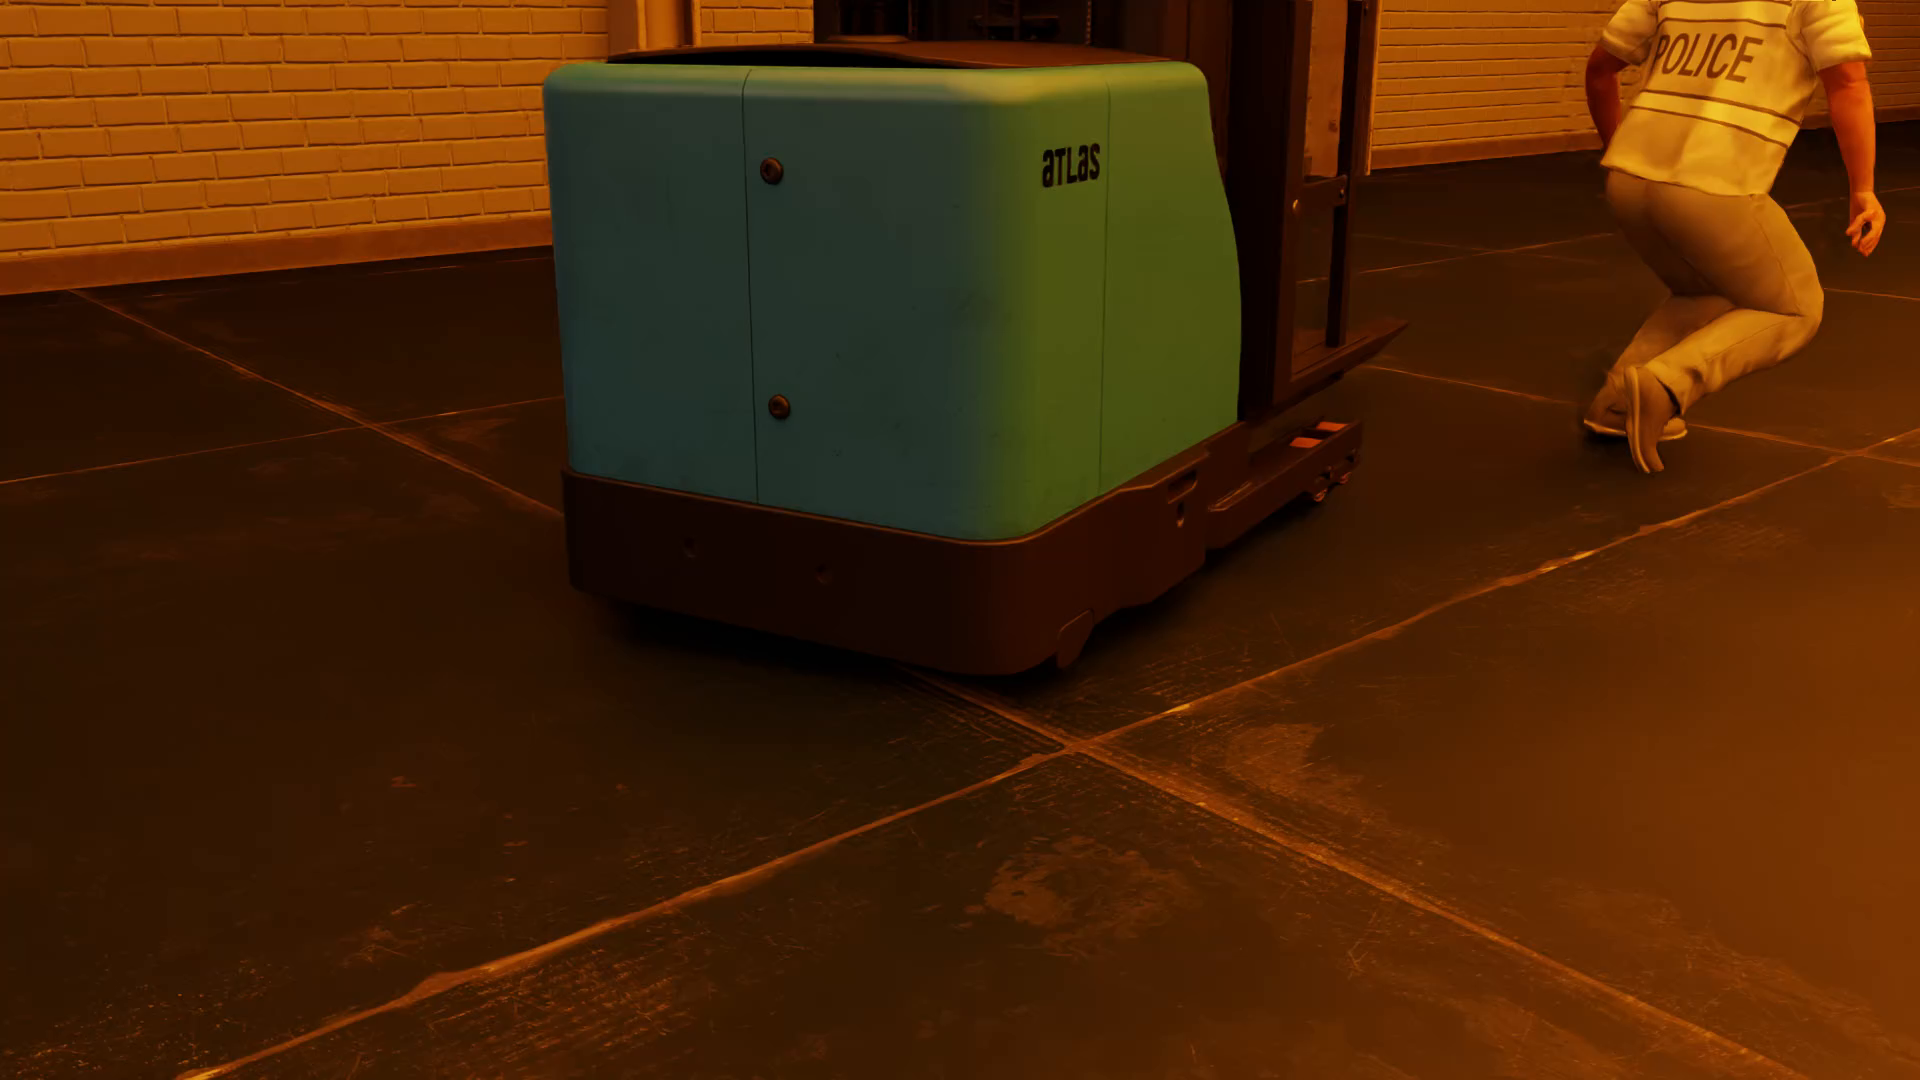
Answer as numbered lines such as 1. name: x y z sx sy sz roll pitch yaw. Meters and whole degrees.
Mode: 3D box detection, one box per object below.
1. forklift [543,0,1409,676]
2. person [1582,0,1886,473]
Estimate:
1. forklift: 0.392 -1.553 3.903 1.130 2.935 3.031 10 20 29
2. person: 1.991 -0.955 4.386 0.609 1.578 0.921 -8 19 -23
